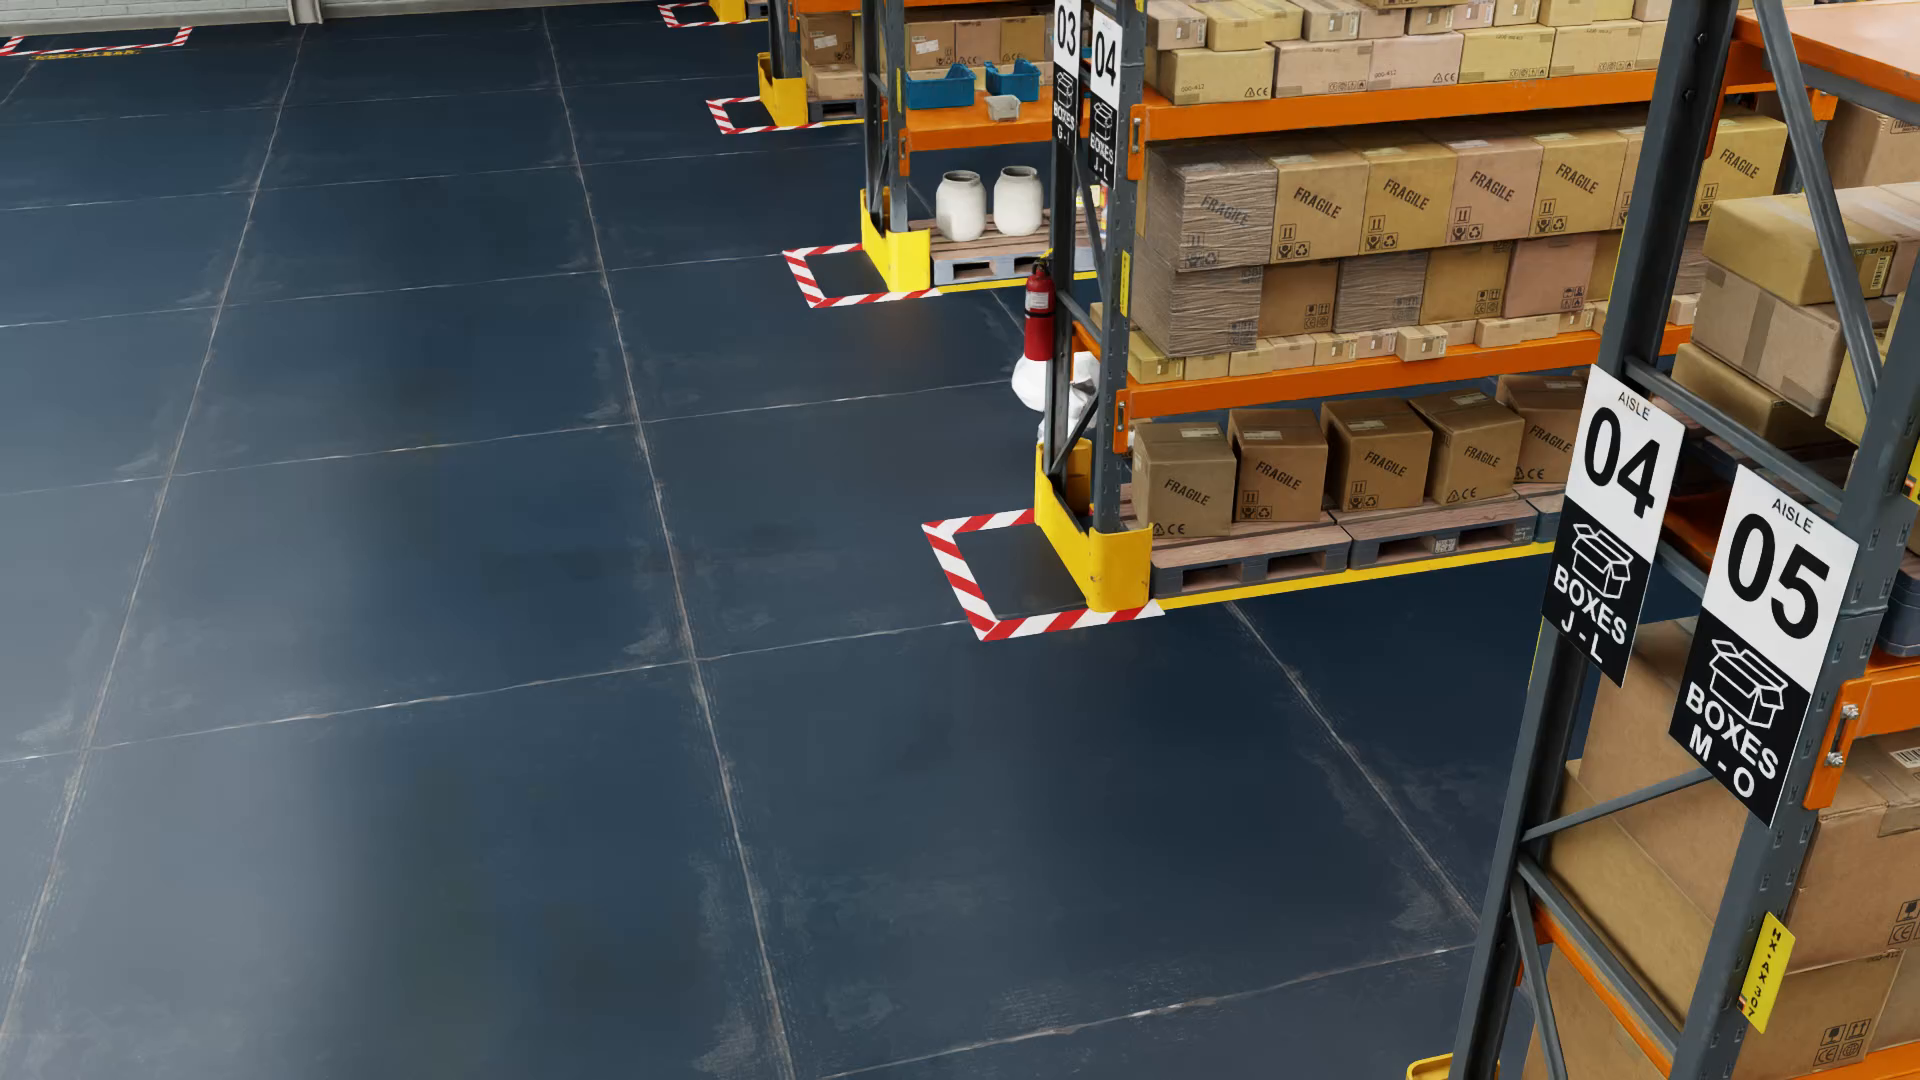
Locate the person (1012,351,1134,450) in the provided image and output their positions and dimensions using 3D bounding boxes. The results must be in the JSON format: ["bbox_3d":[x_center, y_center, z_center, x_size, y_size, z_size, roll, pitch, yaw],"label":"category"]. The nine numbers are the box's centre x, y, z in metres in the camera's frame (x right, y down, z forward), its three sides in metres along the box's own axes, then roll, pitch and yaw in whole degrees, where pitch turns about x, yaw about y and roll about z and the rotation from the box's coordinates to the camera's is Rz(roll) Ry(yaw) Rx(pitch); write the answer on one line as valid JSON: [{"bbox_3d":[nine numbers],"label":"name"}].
[{"bbox_3d":[0.794,-1.016,10.867,0.904,0.907,0.569,3,30,5],"label":"person"}]
